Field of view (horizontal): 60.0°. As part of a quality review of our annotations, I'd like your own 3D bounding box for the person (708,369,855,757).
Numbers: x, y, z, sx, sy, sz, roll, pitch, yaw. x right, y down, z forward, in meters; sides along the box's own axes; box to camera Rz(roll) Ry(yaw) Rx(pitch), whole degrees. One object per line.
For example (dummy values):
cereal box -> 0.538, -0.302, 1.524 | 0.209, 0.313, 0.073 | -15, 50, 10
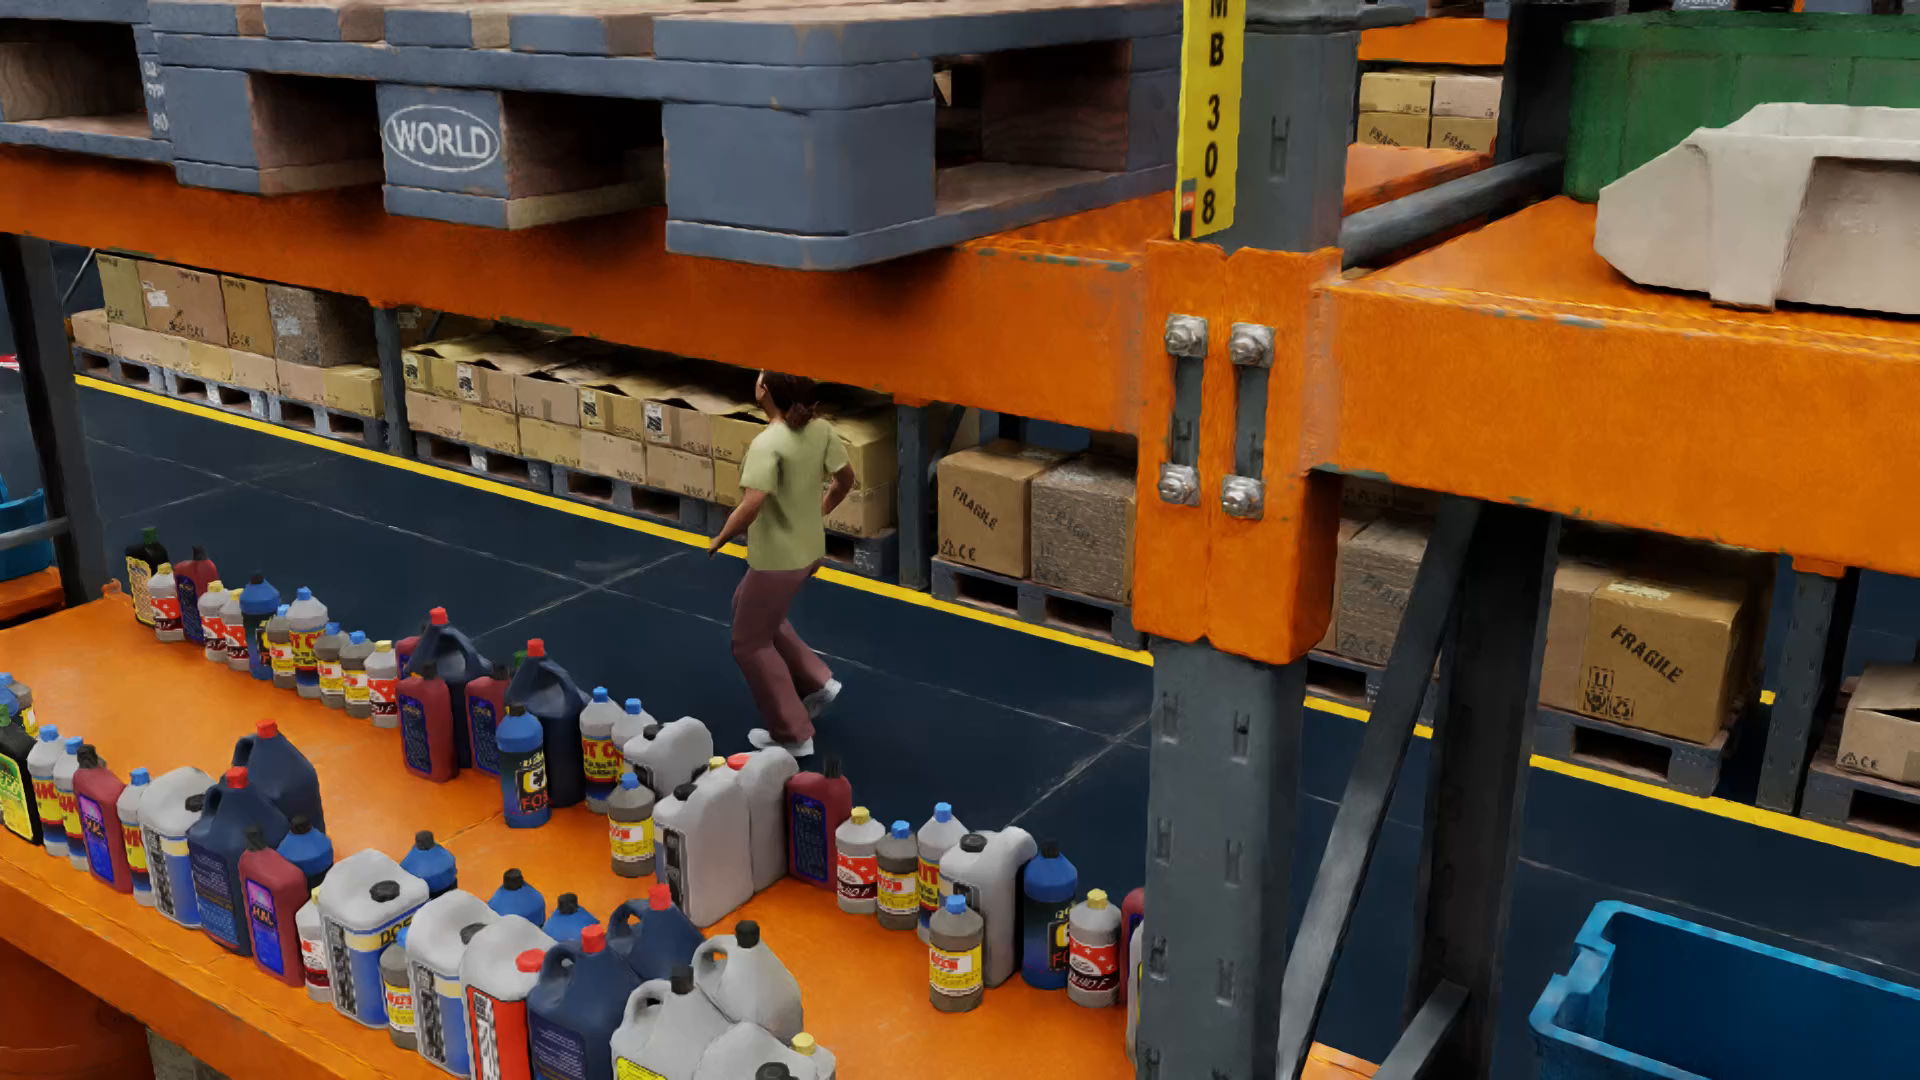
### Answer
person -> -0.720, 0.076, 6.422 | 0.468, 1.633, 0.609 | 8, 21, 20
